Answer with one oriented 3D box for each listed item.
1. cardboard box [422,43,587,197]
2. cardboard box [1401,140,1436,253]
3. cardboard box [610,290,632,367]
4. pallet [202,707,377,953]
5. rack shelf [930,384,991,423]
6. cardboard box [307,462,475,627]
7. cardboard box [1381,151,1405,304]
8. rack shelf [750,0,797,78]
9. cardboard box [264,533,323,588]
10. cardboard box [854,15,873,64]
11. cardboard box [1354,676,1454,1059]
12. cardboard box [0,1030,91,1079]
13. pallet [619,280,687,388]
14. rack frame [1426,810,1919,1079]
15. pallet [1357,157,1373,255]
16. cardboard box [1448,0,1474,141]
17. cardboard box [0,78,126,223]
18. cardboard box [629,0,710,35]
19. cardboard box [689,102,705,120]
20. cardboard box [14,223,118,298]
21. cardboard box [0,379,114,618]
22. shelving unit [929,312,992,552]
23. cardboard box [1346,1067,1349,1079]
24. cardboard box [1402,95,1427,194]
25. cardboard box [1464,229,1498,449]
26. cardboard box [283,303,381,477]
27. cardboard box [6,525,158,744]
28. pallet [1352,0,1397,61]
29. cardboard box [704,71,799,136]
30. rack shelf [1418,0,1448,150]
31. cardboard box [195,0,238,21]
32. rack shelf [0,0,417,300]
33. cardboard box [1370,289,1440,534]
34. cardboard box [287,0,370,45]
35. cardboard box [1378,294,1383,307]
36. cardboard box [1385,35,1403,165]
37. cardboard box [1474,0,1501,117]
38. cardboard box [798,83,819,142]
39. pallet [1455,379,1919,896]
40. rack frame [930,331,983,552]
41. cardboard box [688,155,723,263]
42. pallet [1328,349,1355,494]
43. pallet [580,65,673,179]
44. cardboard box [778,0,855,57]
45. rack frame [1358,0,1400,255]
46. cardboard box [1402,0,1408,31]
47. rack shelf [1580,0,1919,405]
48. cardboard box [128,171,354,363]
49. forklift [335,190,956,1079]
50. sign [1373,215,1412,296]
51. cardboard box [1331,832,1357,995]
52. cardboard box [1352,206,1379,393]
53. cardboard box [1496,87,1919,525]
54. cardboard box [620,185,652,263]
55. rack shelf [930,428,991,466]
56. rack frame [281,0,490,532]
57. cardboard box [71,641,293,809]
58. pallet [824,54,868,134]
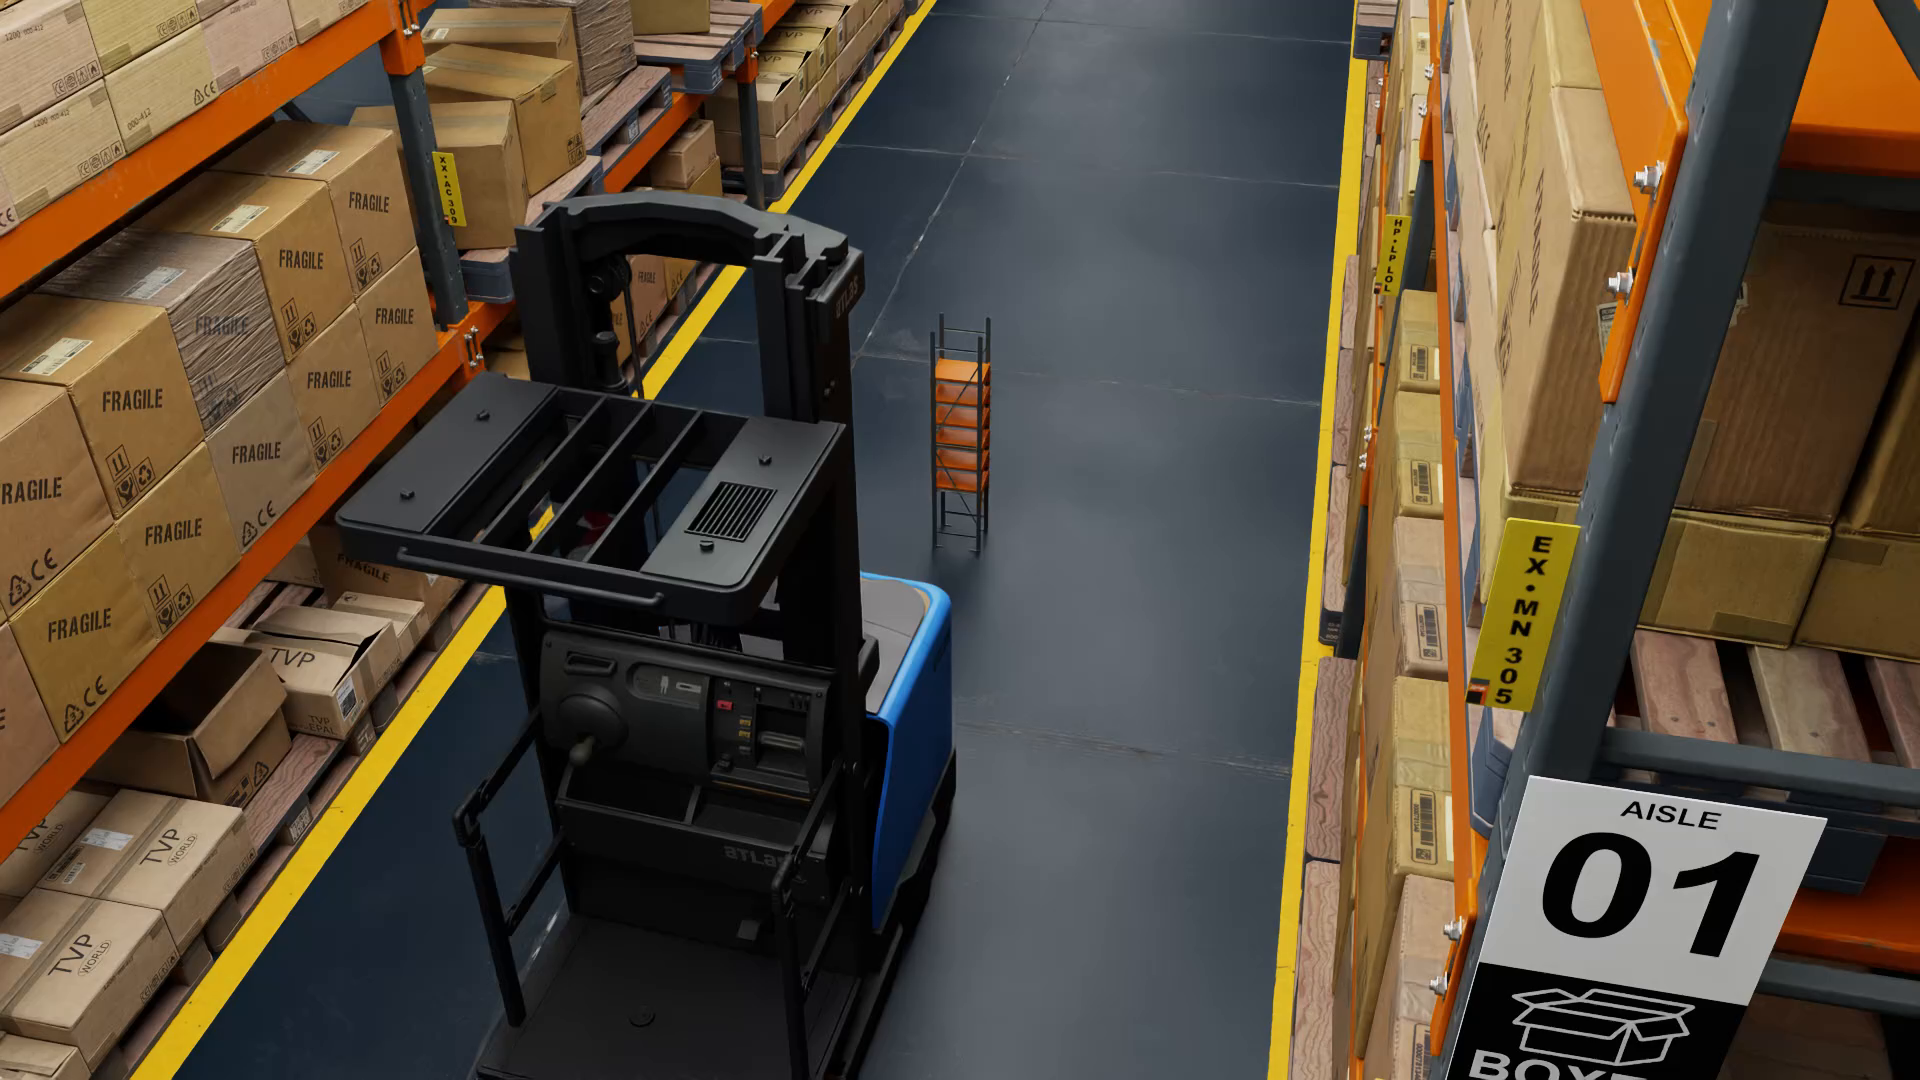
[{"bbox_3d":[-2.276,-2.042,8.069,0.700,0.500,0.500,13,38,17],"label":"cardboard box"},{"bbox_3d":[2.009,-1.340,6.548,0.500,0.250,0.500,8,37,11],"label":"cardboard box"},{"bbox_3d":[-2.122,-1.192,9.093,0.500,0.500,0.500,8,37,11],"label":"cardboard box"},{"bbox_3d":[-3.087,1.038,6.638,1.003,0.211,1.213,7,37,10],"label":"pallet"},{"bbox_3d":[0.003,-0.652,7.795,0.258,0.103,0.180,7,37,10],"label":"rack shelf"},{"bbox_3d":[-2.525,0.010,7.435,0.500,0.500,0.500,7,37,10],"label":"cardboard box"},{"bbox_3d":[2.111,-1.326,7.168,0.500,0.500,0.500,8,37,10],"label":"cardboard box"},{"bbox_3d":[-1.399,-4.335,12.288,1.077,0.370,4.000,7,37,10],"label":"rack shelf"},{"bbox_3d":[-2.982,-0.062,7.696,0.500,0.311,0.500,7,37,10],"label":"cardboard box"},{"bbox_3d":[-0.996,-3.972,13.159,0.500,0.250,0.500,8,37,11],"label":"cardboard box"},{"bbox_3d":[1.549,0.892,4.207,0.980,0.700,0.700,7,37,10],"label":"cardboard box"},{"bbox_3d":[-3.056,1.736,5.338,0.380,0.166,0.250,7,37,10],"label":"cardboard box"},{"bbox_3d":[-2.285,-1.229,9.767,1.003,0.211,1.213,7,37,10],"label":"pallet"},{"bbox_3d":[1.305,1.726,3.313,1.000,3.000,0.127,7,37,10],"label":"rack frame"},{"bbox_3d":[3.182,-2.179,11.077,1.003,0.211,1.213,7,37,10],"label":"pallet"},{"bbox_3d":[1.632,-1.278,4.586,0.500,0.250,0.500,7,36,9],"label":"cardboard box"},{"bbox_3d":[-2.852,-1.169,4.878,0.500,0.250,0.500,7,37,10],"label":"cardboard box"},{"bbox_3d":[-1.851,-3.315,9.824,0.700,0.500,0.500,-4,36,-6],"label":"cardboard box"},{"bbox_3d":[-1.955,-3.094,11.470,0.500,0.311,0.500,8,37,11],"label":"cardboard box"},{"bbox_3d":[-3.276,-0.806,5.869,0.500,0.500,0.500,6,36,9],"label":"cardboard box"},{"bbox_3d":[-2.967,-0.146,4.959,0.500,0.500,0.500,8,37,11],"label":"cardboard box"},{"bbox_3d":[0.003,-0.494,7.909,0.258,1.200,0.189,7,37,10],"label":"shelving unit"},{"bbox_3d":[1.260,1.648,4.639,0.380,0.149,0.250,8,37,11],"label":"cardboard box"},{"bbox_3d":[2.128,-1.632,6.950,0.500,0.250,0.500,8,37,11],"label":"cardboard box"},{"bbox_3d":[1.312,-0.390,3.361,0.500,0.250,0.500,6,36,8],"label":"cardboard box"},{"bbox_3d":[-2.646,-0.612,6.453,0.500,0.500,0.500,8,37,11],"label":"cardboard box"},{"bbox_3d":[-2.968,0.262,5.248,0.500,0.500,0.500,7,37,10],"label":"cardboard box"},{"bbox_3d":[3.062,-3.205,10.279,1.213,0.211,1.003,7,37,10],"label":"pallet"},{"bbox_3d":[-1.428,-3.026,11.377,0.500,0.311,0.500,9,37,12],"label":"cardboard box"},{"bbox_3d":[2.587,-2.637,7.389,1.077,0.370,4.000,7,37,10],"label":"rack shelf"},{"bbox_3d":[-2.629,-1.943,5.521,0.500,0.250,0.500,7,37,10],"label":"cardboard box"},{"bbox_3d":[-3.108,-0.963,5.079,1.077,0.370,4.000,7,37,10],"label":"rack shelf"},{"bbox_3d":[2.028,-0.380,5.962,0.980,0.700,0.700,8,37,11],"label":"cardboard box"},{"bbox_3d":[-2.525,-2.028,6.063,0.500,0.250,0.500,7,37,10],"label":"cardboard box"},{"bbox_3d":[2.084,-1.152,7.481,0.380,0.149,0.250,7,37,10],"label":"cardboard box"},{"bbox_3d":[2.432,-2.200,8.373,0.500,0.500,0.500,7,37,10],"label":"cardboard box"},{"bbox_3d":[1.529,-1.282,3.953,0.500,0.500,0.500,8,37,10],"label":"cardboard box"},{"bbox_3d":[-1.321,-3.088,11.939,0.500,0.250,0.500,6,36,9],"label":"cardboard box"},{"bbox_3d":[1.453,0.121,3.047,1.003,0.211,1.213,7,37,10],"label":"pallet"},{"bbox_3d":[-0.016,-0.442,7.837,0.240,1.200,0.006,7,37,10],"label":"rack frame"},{"bbox_3d":[-1.797,-2.080,10.318,0.500,0.500,0.500,9,37,12],"label":"cardboard box"},{"bbox_3d":[2.509,-0.592,8.886,1.003,0.211,1.213,7,37,10],"label":"pallet"},{"bbox_3d":[-2.237,-2.286,9.012,1.003,0.211,1.213,7,37,10],"label":"pallet"},{"bbox_3d":[-1.103,-3.916,12.604,0.500,0.311,0.500,7,36,9],"label":"cardboard box"},{"bbox_3d":[3.014,-2.860,9.641,1.000,3.000,0.127,7,37,10],"label":"rack frame"},{"bbox_3d":[2.551,-2.797,8.558,0.500,0.250,0.500,7,36,9],"label":"cardboard box"},{"bbox_3d":[1.732,-1.396,3.463,1.077,0.370,4.000,7,37,10],"label":"rack shelf"},{"bbox_3d":[-2.643,-1.015,6.157,0.500,0.500,0.500,7,36,9],"label":"cardboard box"},{"bbox_3d":[-0.905,0.610,4.911,1.130,2.935,3.031,9,37,13],"label":"forklift"},{"bbox_3d":[1.627,-1.066,6.246,0.100,0.325,0.005,7,37,10],"label":"sign"},{"bbox_3d":[1.677,1.272,5.711,0.700,0.500,0.500,8,37,11],"label":"cardboard box"},{"bbox_3d":[2.535,-1.253,8.897,0.750,0.750,0.750,7,37,10],"label":"cardboard box"},{"bbox_3d":[1.195,-0.396,2.730,0.500,0.500,0.500,7,37,10],"label":"cardboard box"},{"bbox_3d":[-2.019,-1.763,9.243,0.500,0.250,0.500,7,36,9],"label":"cardboard box"},{"bbox_3d":[0.003,-0.458,7.935,0.258,0.103,0.180,7,37,10],"label":"rack shelf"},{"bbox_3d":[-2.681,-1.186,7.330,1.000,3.000,0.127,7,37,10],"label":"rack frame"},{"bbox_3d":[-3.077,0.724,6.447,0.797,0.503,0.637,7,37,10],"label":"cardboard box"},{"bbox_3d":[-1.350,-3.515,12.919,1.003,0.211,1.213,7,37,10],"label":"pallet"}]
